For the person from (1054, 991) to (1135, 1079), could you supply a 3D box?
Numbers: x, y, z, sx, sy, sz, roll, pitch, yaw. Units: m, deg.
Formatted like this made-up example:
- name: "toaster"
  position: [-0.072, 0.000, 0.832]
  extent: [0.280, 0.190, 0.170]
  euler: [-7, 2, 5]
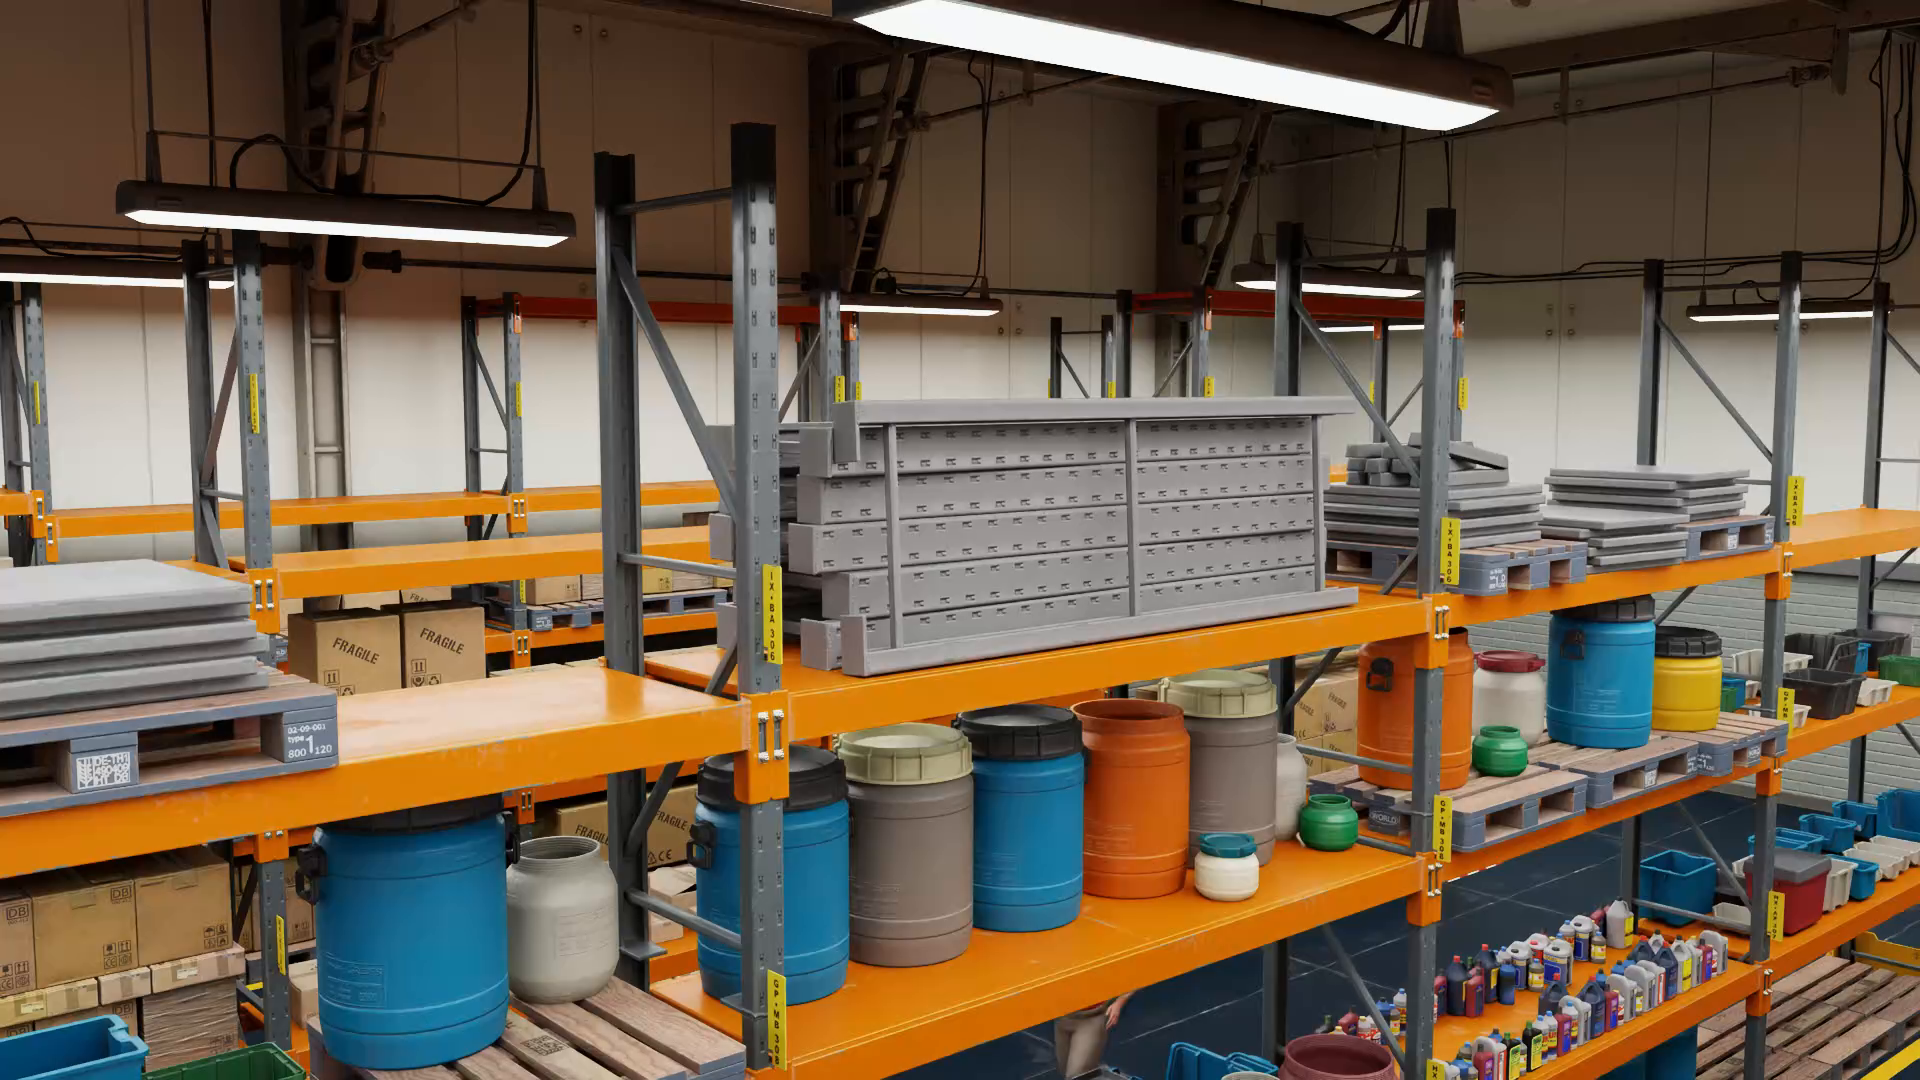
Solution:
- name: "person"
  position: [0.817, 3.236, 11.185]
  extent: [0.667, 1.705, 0.934]
  euler: [5, 7, 43]
